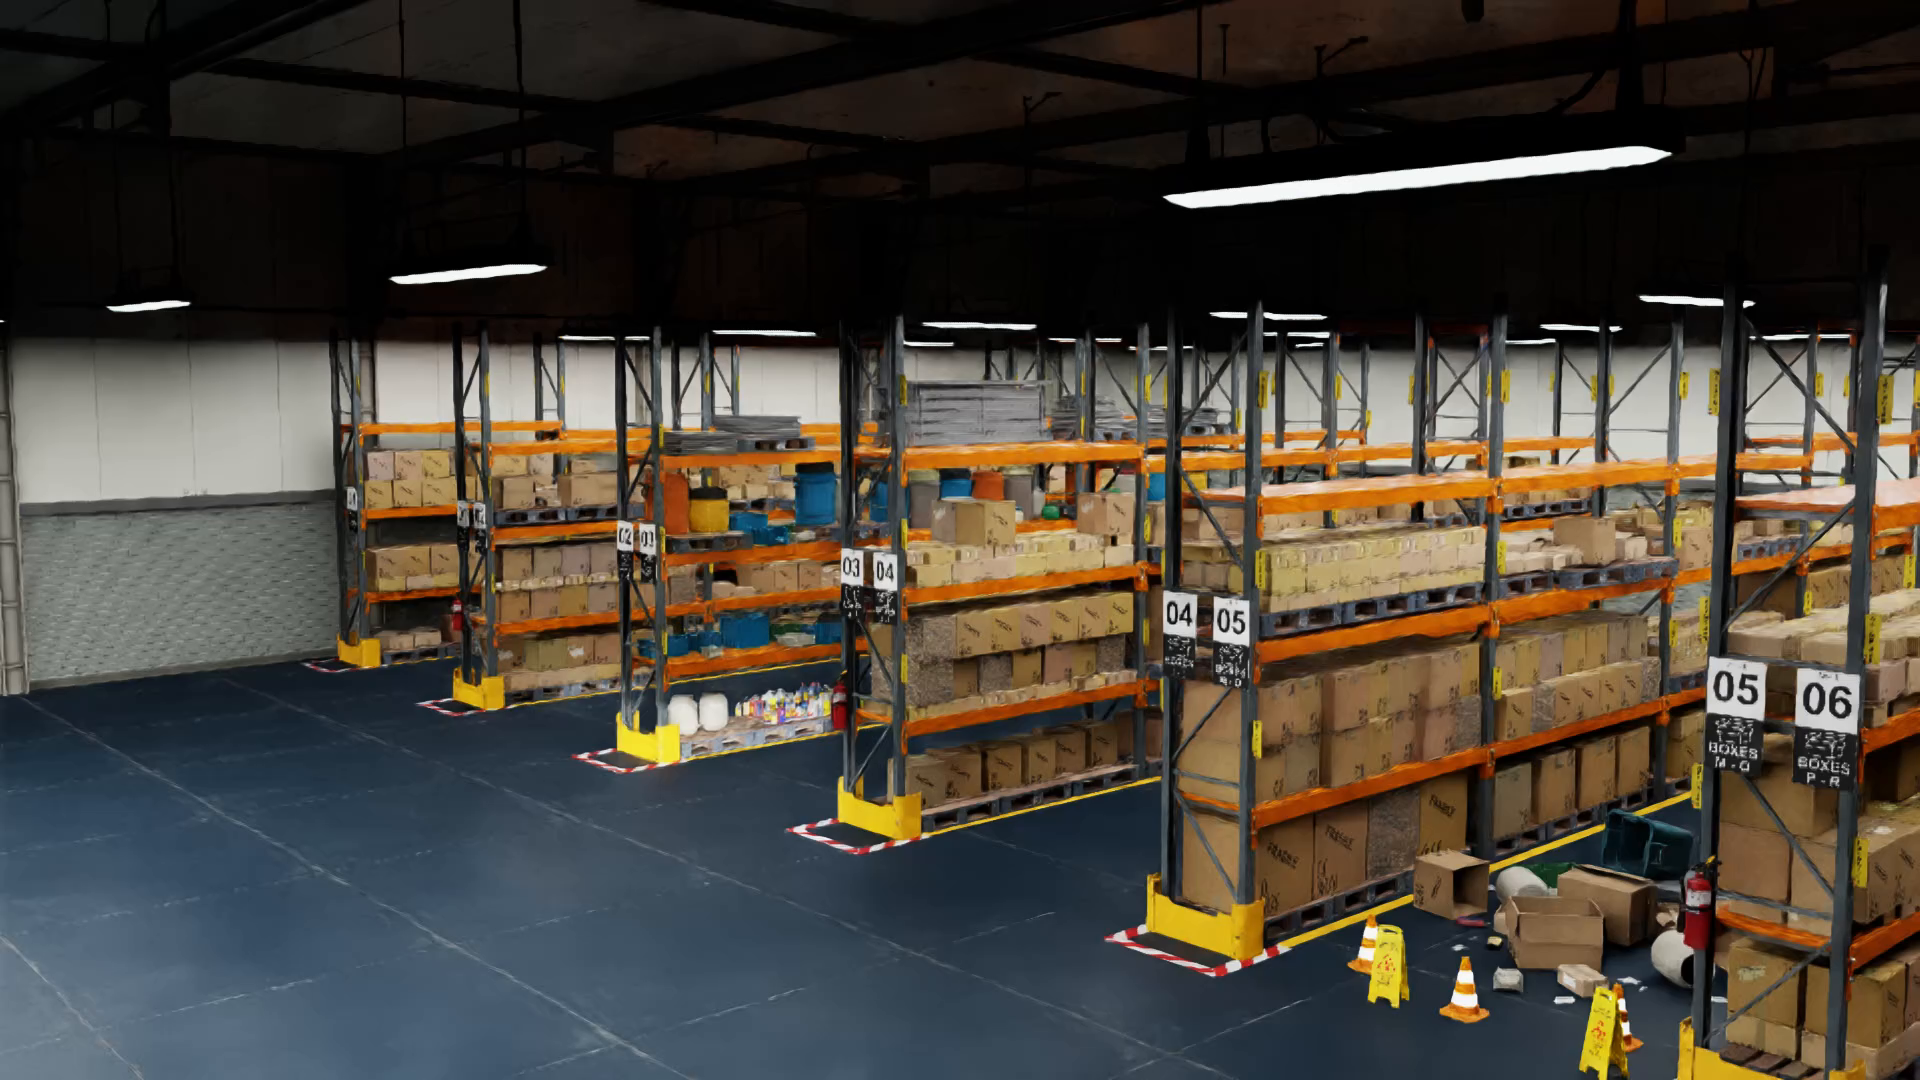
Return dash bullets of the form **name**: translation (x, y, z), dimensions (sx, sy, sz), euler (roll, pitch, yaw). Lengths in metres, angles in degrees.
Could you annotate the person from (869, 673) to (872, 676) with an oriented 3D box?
- **person**: translation (-1.033, 1.558, 28.291), dimensions (1.017, 1.605, 0.447), euler (-4, 7, -33)
